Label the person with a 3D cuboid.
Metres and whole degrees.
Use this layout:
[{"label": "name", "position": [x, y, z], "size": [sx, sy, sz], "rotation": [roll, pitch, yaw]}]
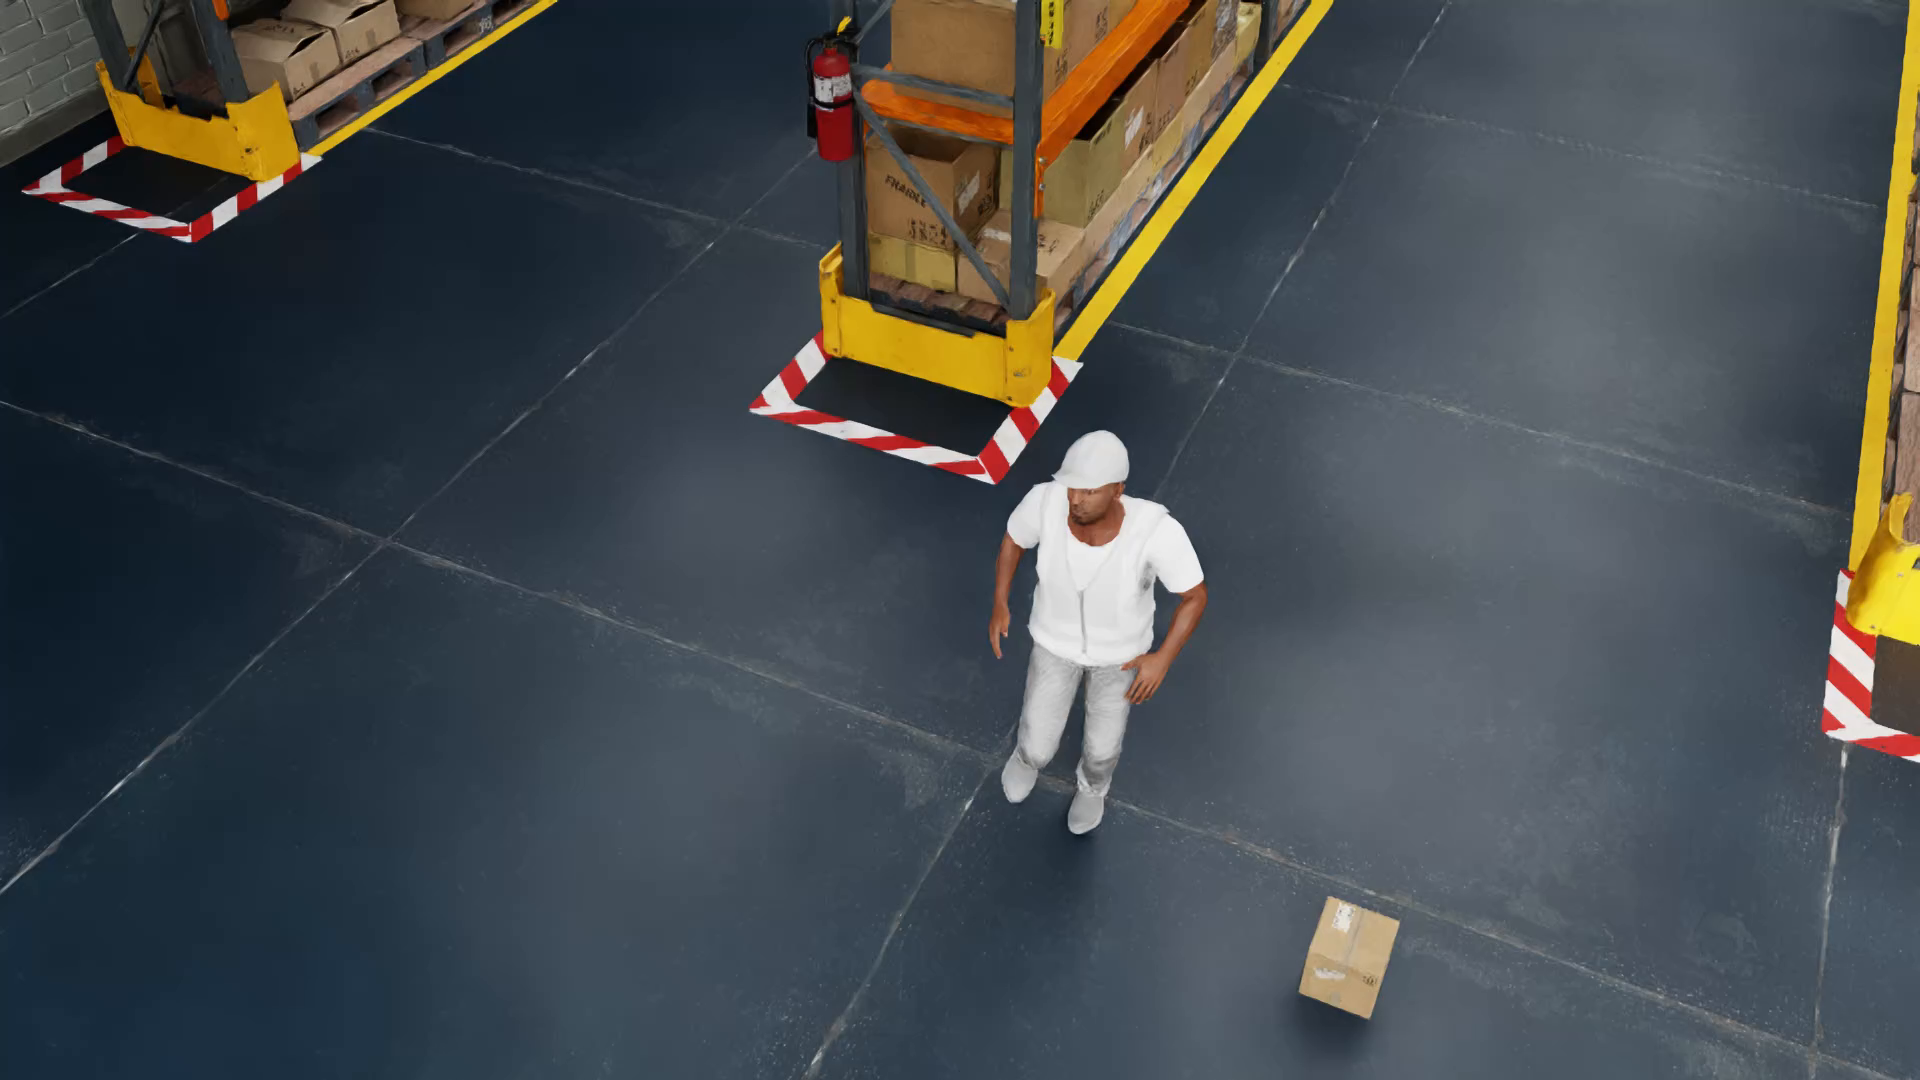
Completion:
[{"label": "person", "position": [0.458, 0.369, 5.752], "size": [0.739, 1.731, 0.531], "rotation": [7, 42, 8]}]
